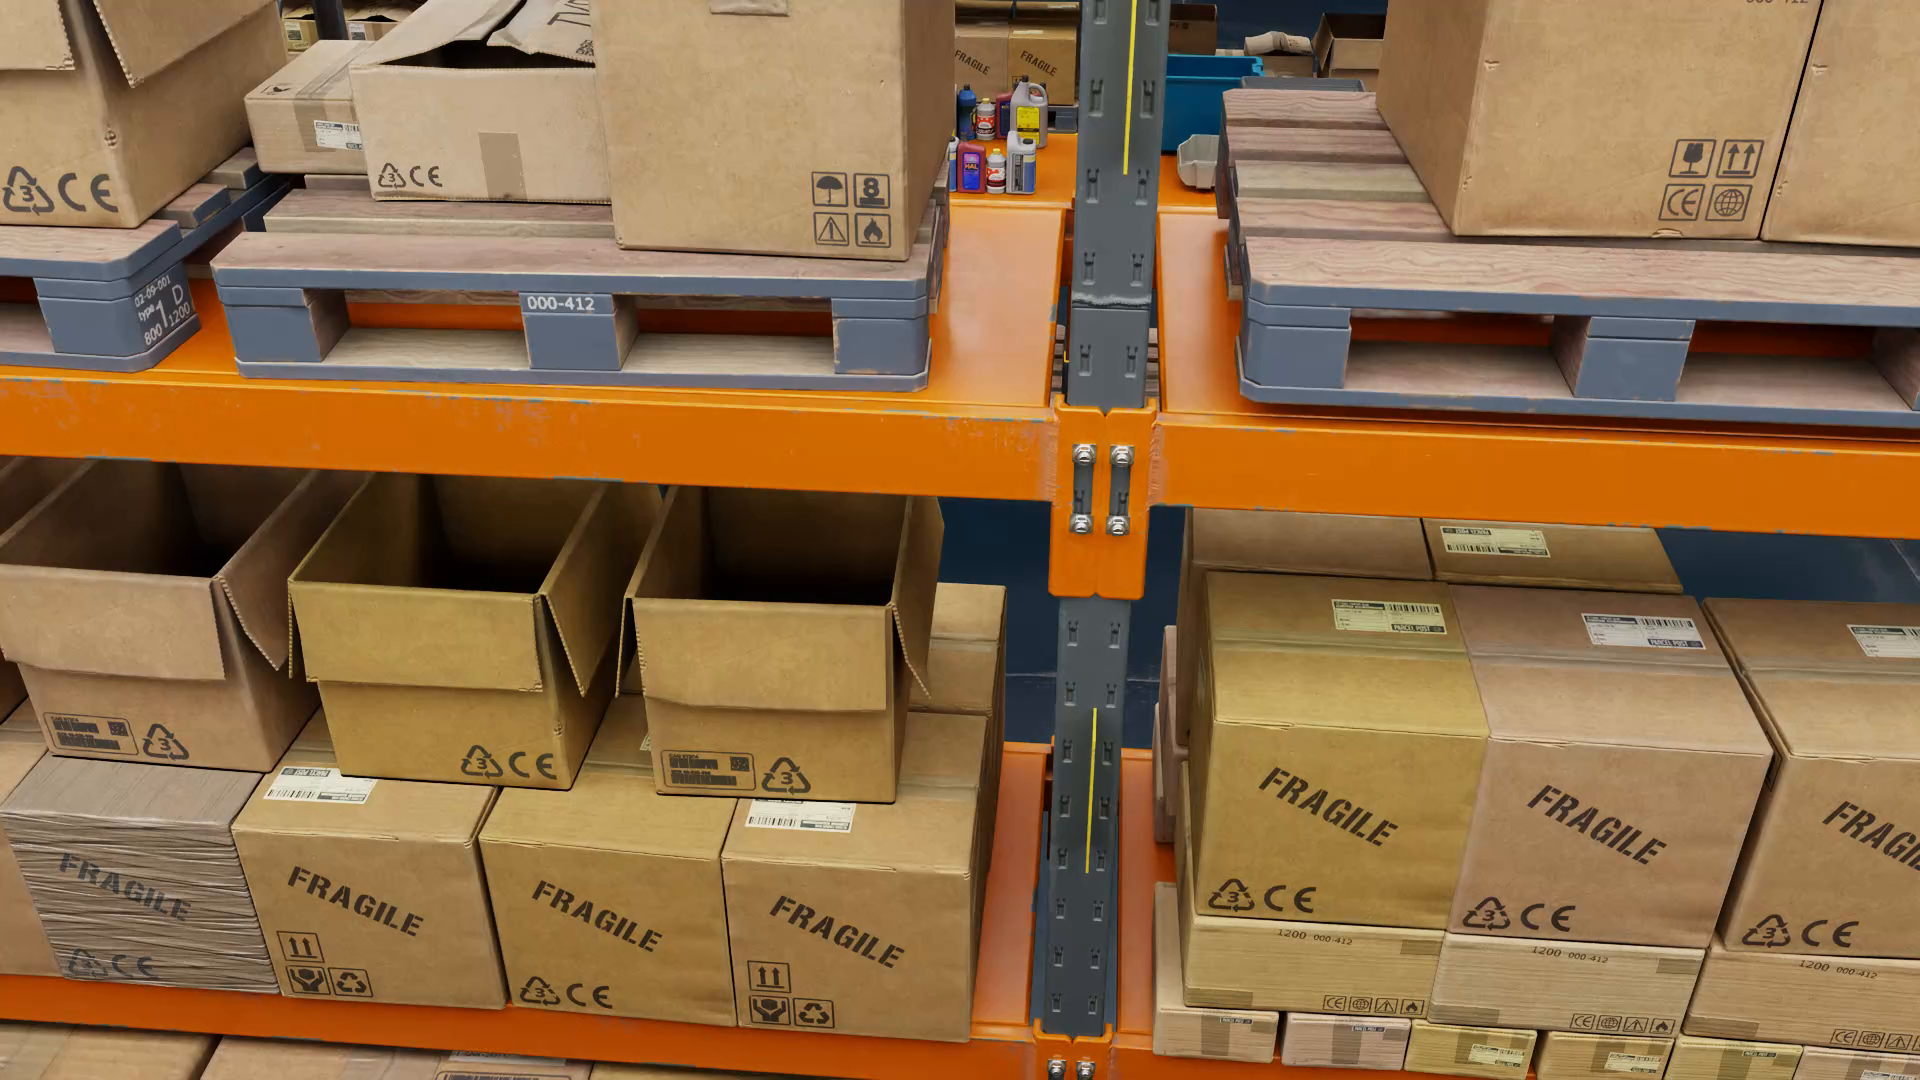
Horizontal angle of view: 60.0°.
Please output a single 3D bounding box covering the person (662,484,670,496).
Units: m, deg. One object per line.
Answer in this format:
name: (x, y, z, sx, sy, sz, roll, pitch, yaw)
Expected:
person: (-1.056, -0.436, 6.990, 0.409, 1.502, 0.656, 2, 32, 3)
